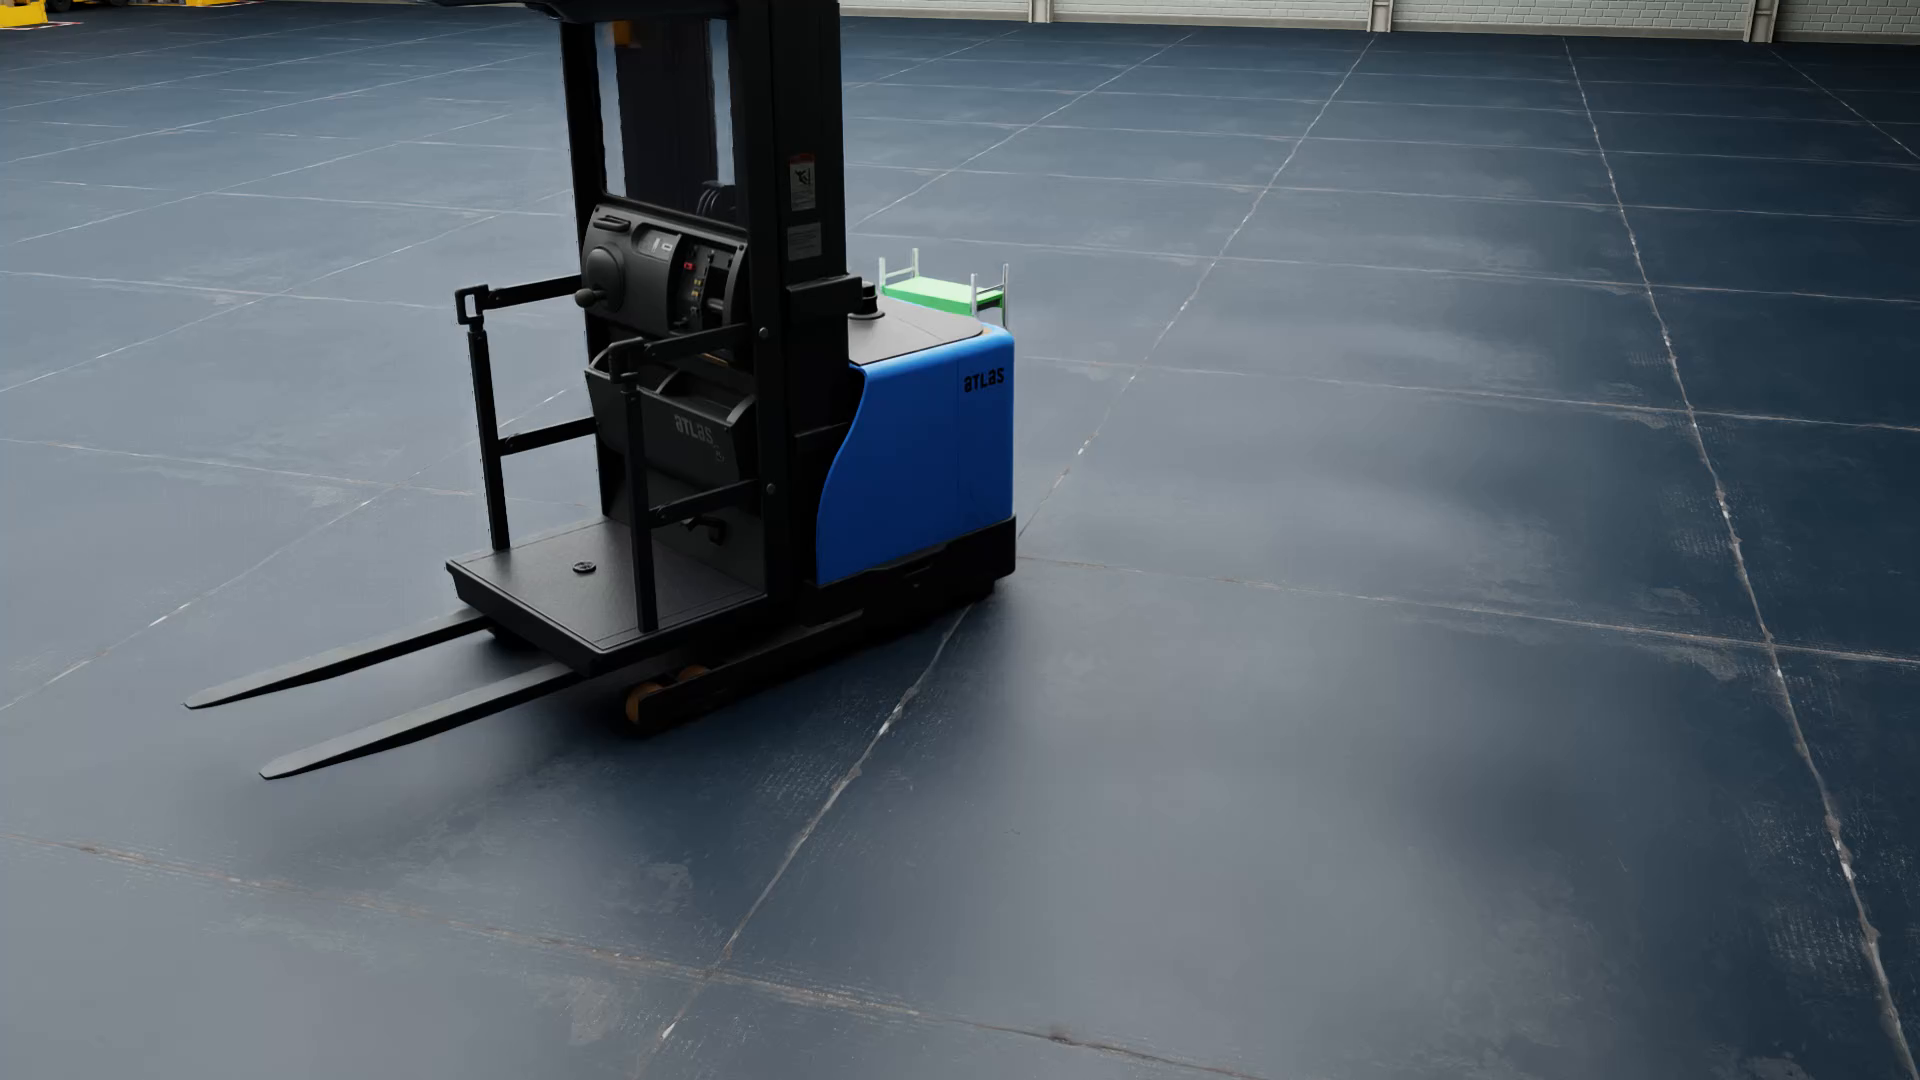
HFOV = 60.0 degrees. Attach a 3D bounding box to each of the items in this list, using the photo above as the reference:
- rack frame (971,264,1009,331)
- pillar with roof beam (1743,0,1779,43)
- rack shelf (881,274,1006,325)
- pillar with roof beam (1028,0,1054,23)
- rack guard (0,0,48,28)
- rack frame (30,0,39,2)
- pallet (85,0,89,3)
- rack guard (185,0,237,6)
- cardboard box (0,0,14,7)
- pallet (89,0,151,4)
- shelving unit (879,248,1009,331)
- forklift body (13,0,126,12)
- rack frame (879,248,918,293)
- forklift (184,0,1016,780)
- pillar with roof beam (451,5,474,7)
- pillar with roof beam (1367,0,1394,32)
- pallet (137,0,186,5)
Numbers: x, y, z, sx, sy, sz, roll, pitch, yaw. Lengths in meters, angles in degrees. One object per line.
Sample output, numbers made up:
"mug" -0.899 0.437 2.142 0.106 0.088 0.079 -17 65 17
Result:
"rack frame" 0.125 -0.552 7.035 0.015 1.200 0.240 16 27 35
"pillar with roof beam" 11.721 -10.709 21.519 0.400 9.000 9.100 7 23 16
"rack shelf" -0.068 -0.994 7.016 0.480 0.148 0.258 16 27 35
"pillar with roof beam" 0.232 -12.024 24.726 0.400 9.000 9.100 7 23 16
"rack guard" -16.854 -9.430 29.601 0.348 0.500 1.175 7 23 16
"rack frame" -16.781 -10.578 29.106 0.127 3.000 1.000 7 23 16
"pallet" -18.431 -11.428 34.852 1.213 0.211 1.003 7 23 16
"rack guard" -15.328 -11.223 33.972 0.348 0.500 1.175 7 23 16
"cardboard box" -17.473 -9.689 30.009 0.500 0.250 0.500 6 23 15
"pallet" -17.259 -11.295 34.528 1.213 0.211 1.003 7 23 15
"shelving unit" -0.068 -0.609 7.174 0.503 1.200 0.258 16 27 35
"forklift body" -17.693 -11.535 32.556 1.214 2.155 2.313 7 23 16
"rack frame" -0.261 -0.666 7.312 0.015 1.200 0.240 16 27 35
"forklift" -1.192 -0.924 5.662 3.031 2.935 1.130 -20 29 -39
"pillar with roof beam" -11.256 -13.340 27.933 0.400 9.000 9.100 7 23 16
"pillar with roof beam" 5.976 -11.366 23.123 0.400 9.000 9.100 7 23 16
"pallet" -16.095 -11.161 34.200 1.213 0.211 1.003 7 23 16
